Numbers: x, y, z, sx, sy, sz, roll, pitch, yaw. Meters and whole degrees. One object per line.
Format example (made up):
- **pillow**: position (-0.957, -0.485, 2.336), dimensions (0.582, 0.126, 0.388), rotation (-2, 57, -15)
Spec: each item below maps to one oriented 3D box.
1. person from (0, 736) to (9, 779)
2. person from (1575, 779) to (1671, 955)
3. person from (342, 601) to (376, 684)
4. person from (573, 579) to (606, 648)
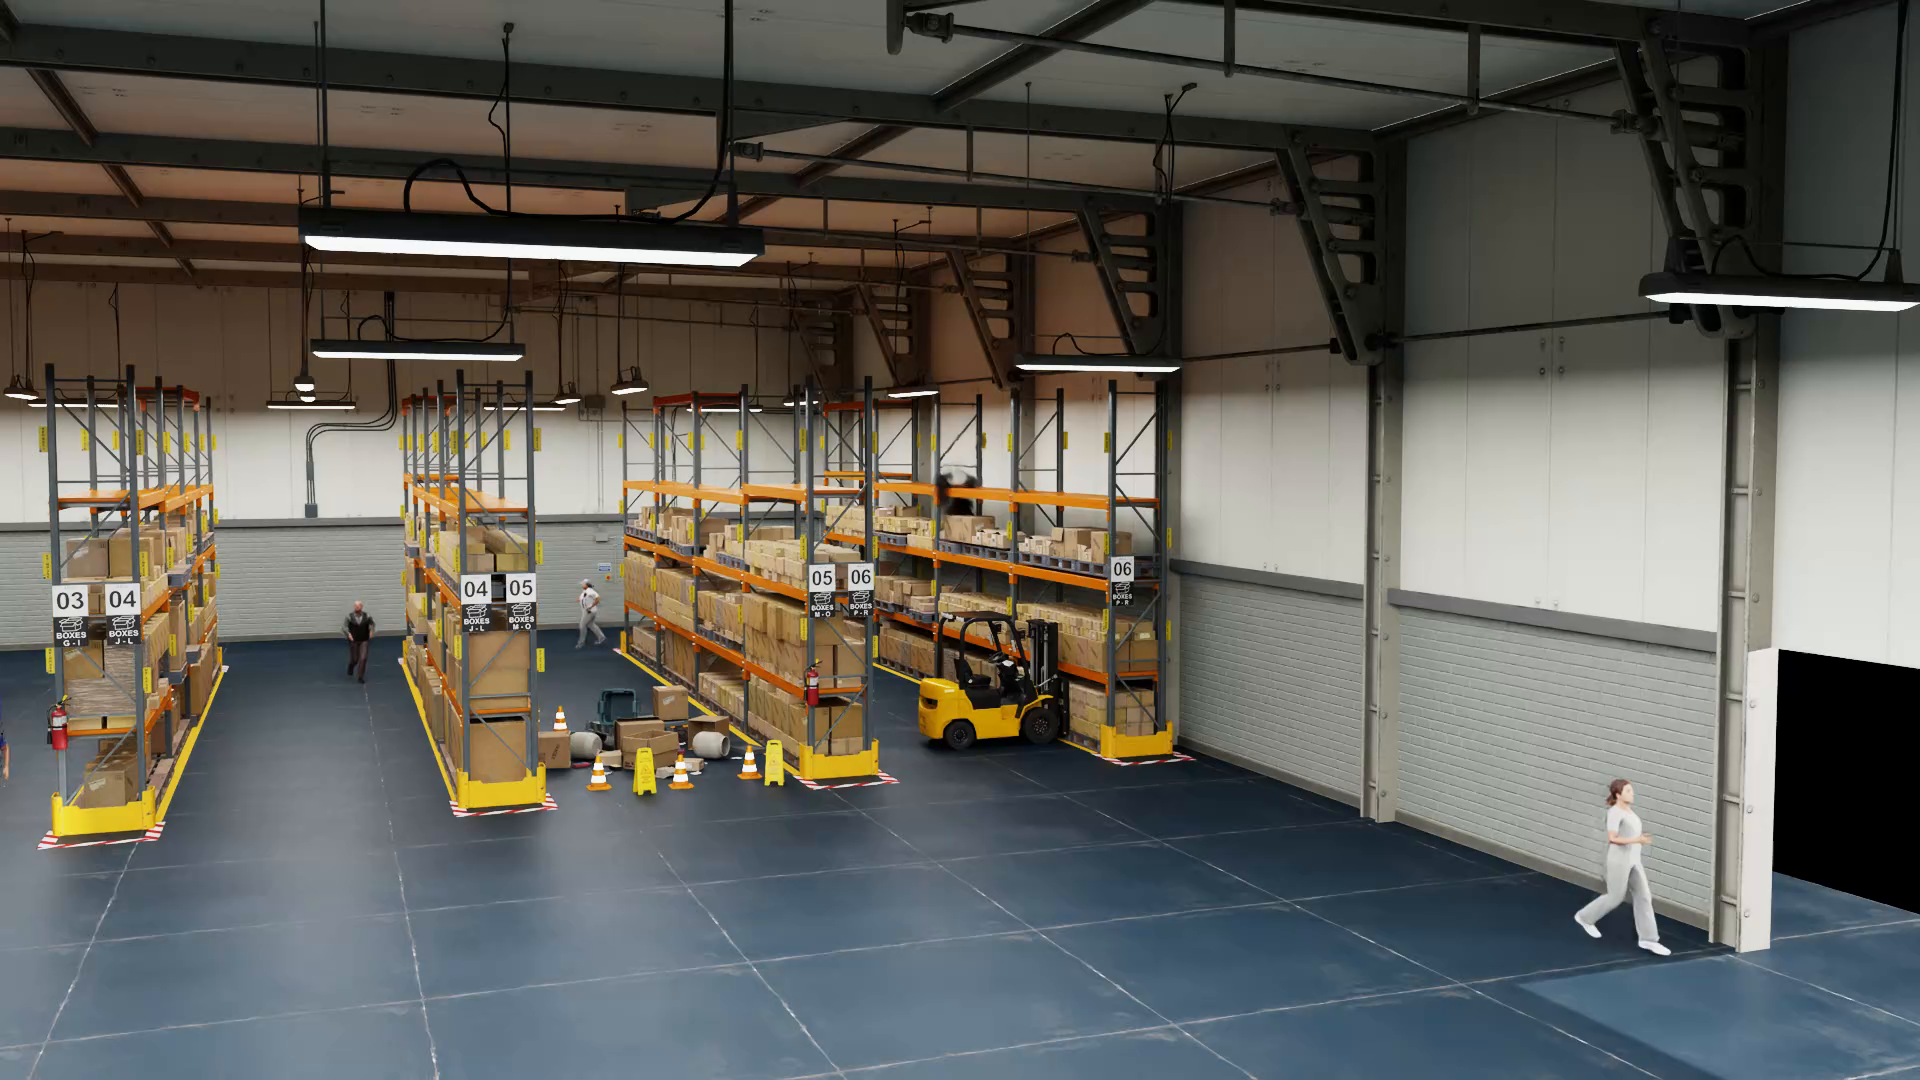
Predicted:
- **person**: position (-12.266, 2.973, 20.866), dimensions (0.635, 1.619, 0.604), rotation (-2, 4, -36)
- **person**: position (6.530, 3.184, 16.360), dimensions (0.571, 1.647, 0.936), rotation (-3, 5, -43)
- **person**: position (-12.595, 2.130, 34.874), dimensions (0.667, 1.711, 0.735), rotation (-2, 4, -25)
- **person**: position (-9.044, 1.803, 40.636), dimensions (0.812, 1.717, 0.606), rotation (-1, 4, -21)
